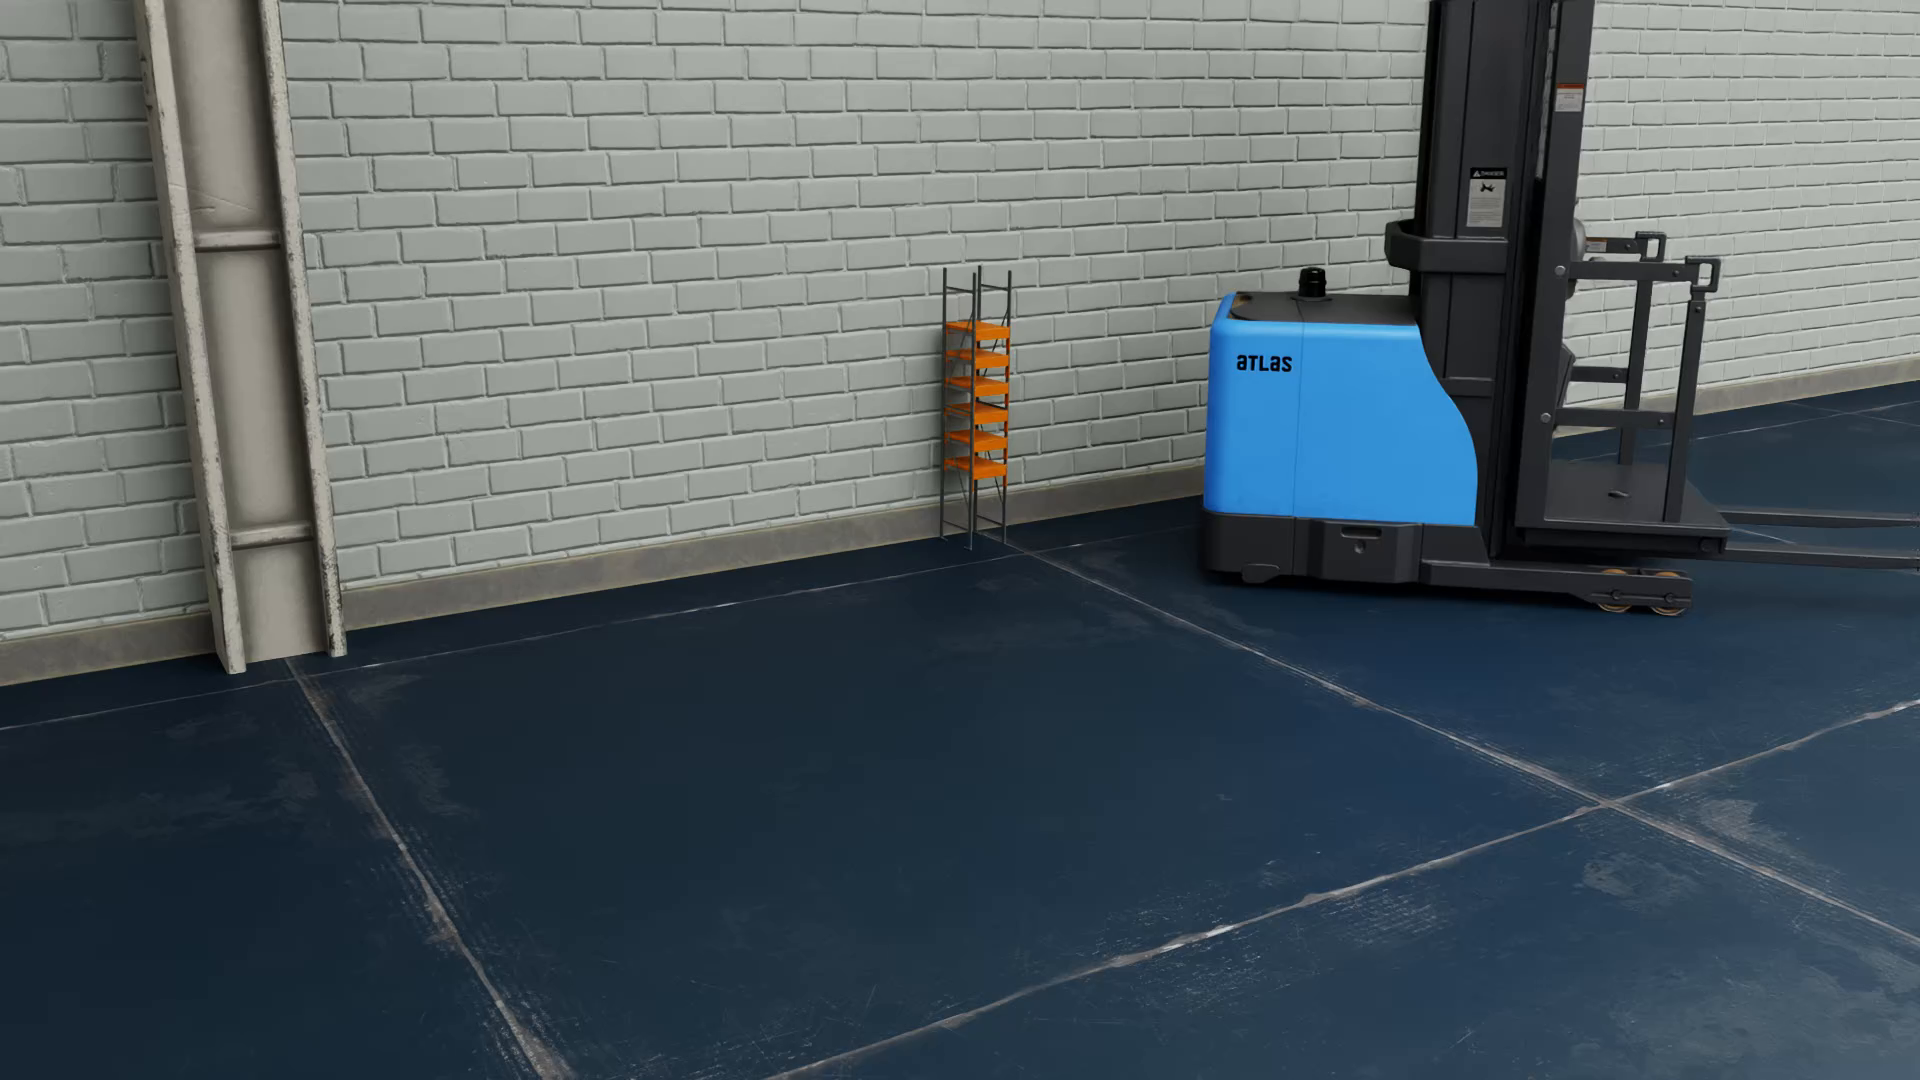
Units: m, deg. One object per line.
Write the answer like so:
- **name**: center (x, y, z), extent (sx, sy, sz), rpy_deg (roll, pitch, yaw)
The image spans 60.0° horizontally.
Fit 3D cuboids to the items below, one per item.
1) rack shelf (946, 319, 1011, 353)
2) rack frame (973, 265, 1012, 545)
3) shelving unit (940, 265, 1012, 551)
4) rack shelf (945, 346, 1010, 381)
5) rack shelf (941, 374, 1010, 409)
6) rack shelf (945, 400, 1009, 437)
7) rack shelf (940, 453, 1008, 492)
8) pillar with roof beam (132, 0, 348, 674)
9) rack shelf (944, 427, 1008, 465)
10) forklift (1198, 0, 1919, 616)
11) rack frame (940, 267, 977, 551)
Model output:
- **rack shelf**: center (0.069, -0.876, 7.137), extent (0.180, 0.103, 0.258), rpy_deg (-10, 19, -34)
- **rack frame**: center (0.139, -0.585, 7.271), extent (0.006, 1.200, 0.240), rpy_deg (-10, 19, -34)
- **shelving unit**: center (0.064, -0.572, 7.220), extent (0.189, 1.200, 0.258), rpy_deg (-10, 19, -34)
- **rack shelf**: center (0.067, -0.761, 7.168), extent (0.180, 0.103, 0.258), rpy_deg (-10, 19, -34)
- **rack shelf**: center (0.065, -0.645, 7.200), extent (0.180, 0.103, 0.258), rpy_deg (-10, 19, -34)
- **rack shelf**: center (0.064, -0.529, 7.232), extent (0.180, 0.103, 0.258), rpy_deg (-10, 19, -34)
- **rack shelf**: center (0.060, -0.298, 7.295), extent (0.180, 0.103, 0.258), rpy_deg (-10, 19, -34)
- **pillar with roof beam**: center (-0.222, -2.935, 1.207), extent (0.400, 9.000, 9.100), rpy_deg (-9, 18, -30)
- **rack shelf**: center (0.062, -0.414, 7.264), extent (0.180, 0.103, 0.258), rpy_deg (-10, 19, -34)
- **forklift**: center (2.542, -1.278, 6.537), extent (3.031, 2.935, 1.130), rpy_deg (3, 16, 11)
- **rack frame**: center (-0.011, -0.559, 7.169), extent (0.006, 1.200, 0.240), rpy_deg (-10, 19, -34)
